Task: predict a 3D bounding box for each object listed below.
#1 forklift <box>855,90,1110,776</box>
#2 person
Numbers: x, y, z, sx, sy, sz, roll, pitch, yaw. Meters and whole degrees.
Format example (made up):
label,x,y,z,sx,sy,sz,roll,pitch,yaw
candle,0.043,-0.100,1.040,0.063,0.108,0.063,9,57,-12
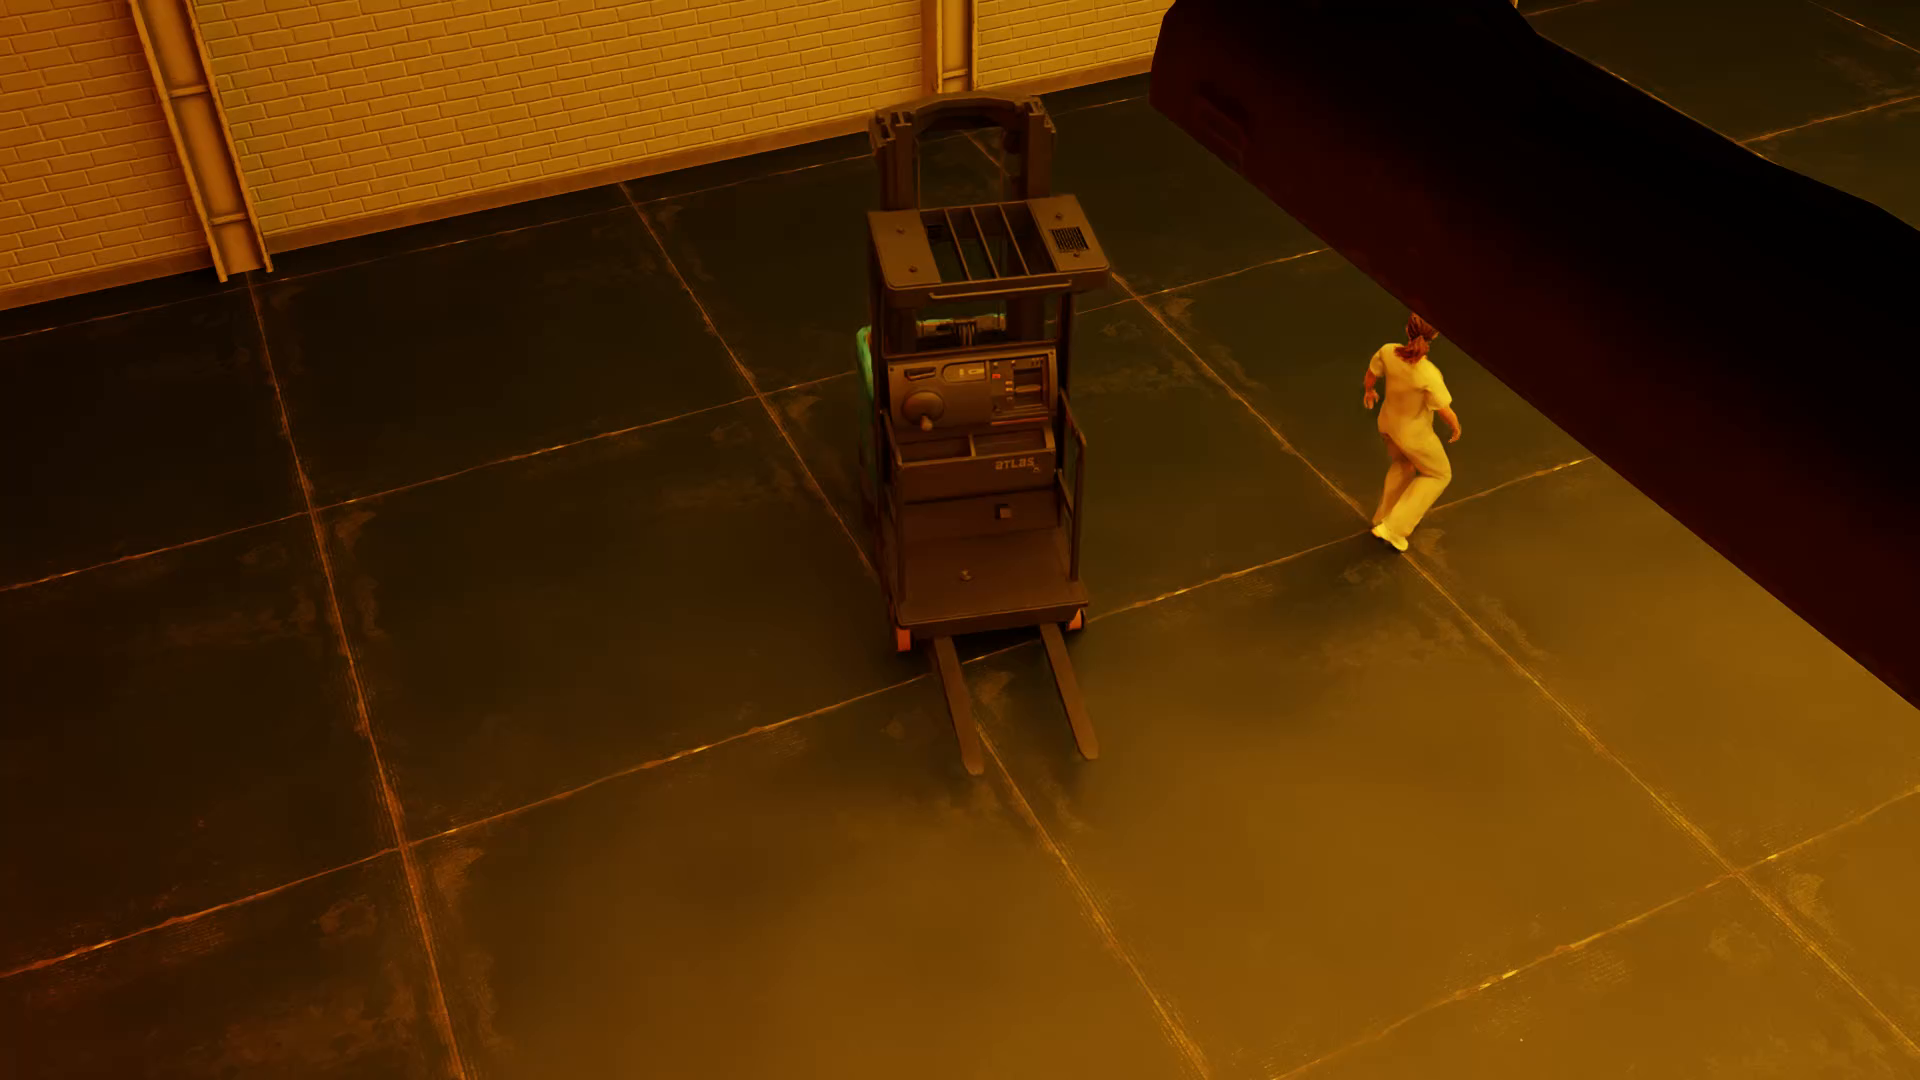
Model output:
label,x,y,z,sx,sy,sz,roll,pitch,yaw
forklift,0.112,-0.741,8.904,1.130,2.935,3.031,-7,40,-8
person,2.641,-0.688,9.851,0.462,1.645,0.667,-17,43,-19
